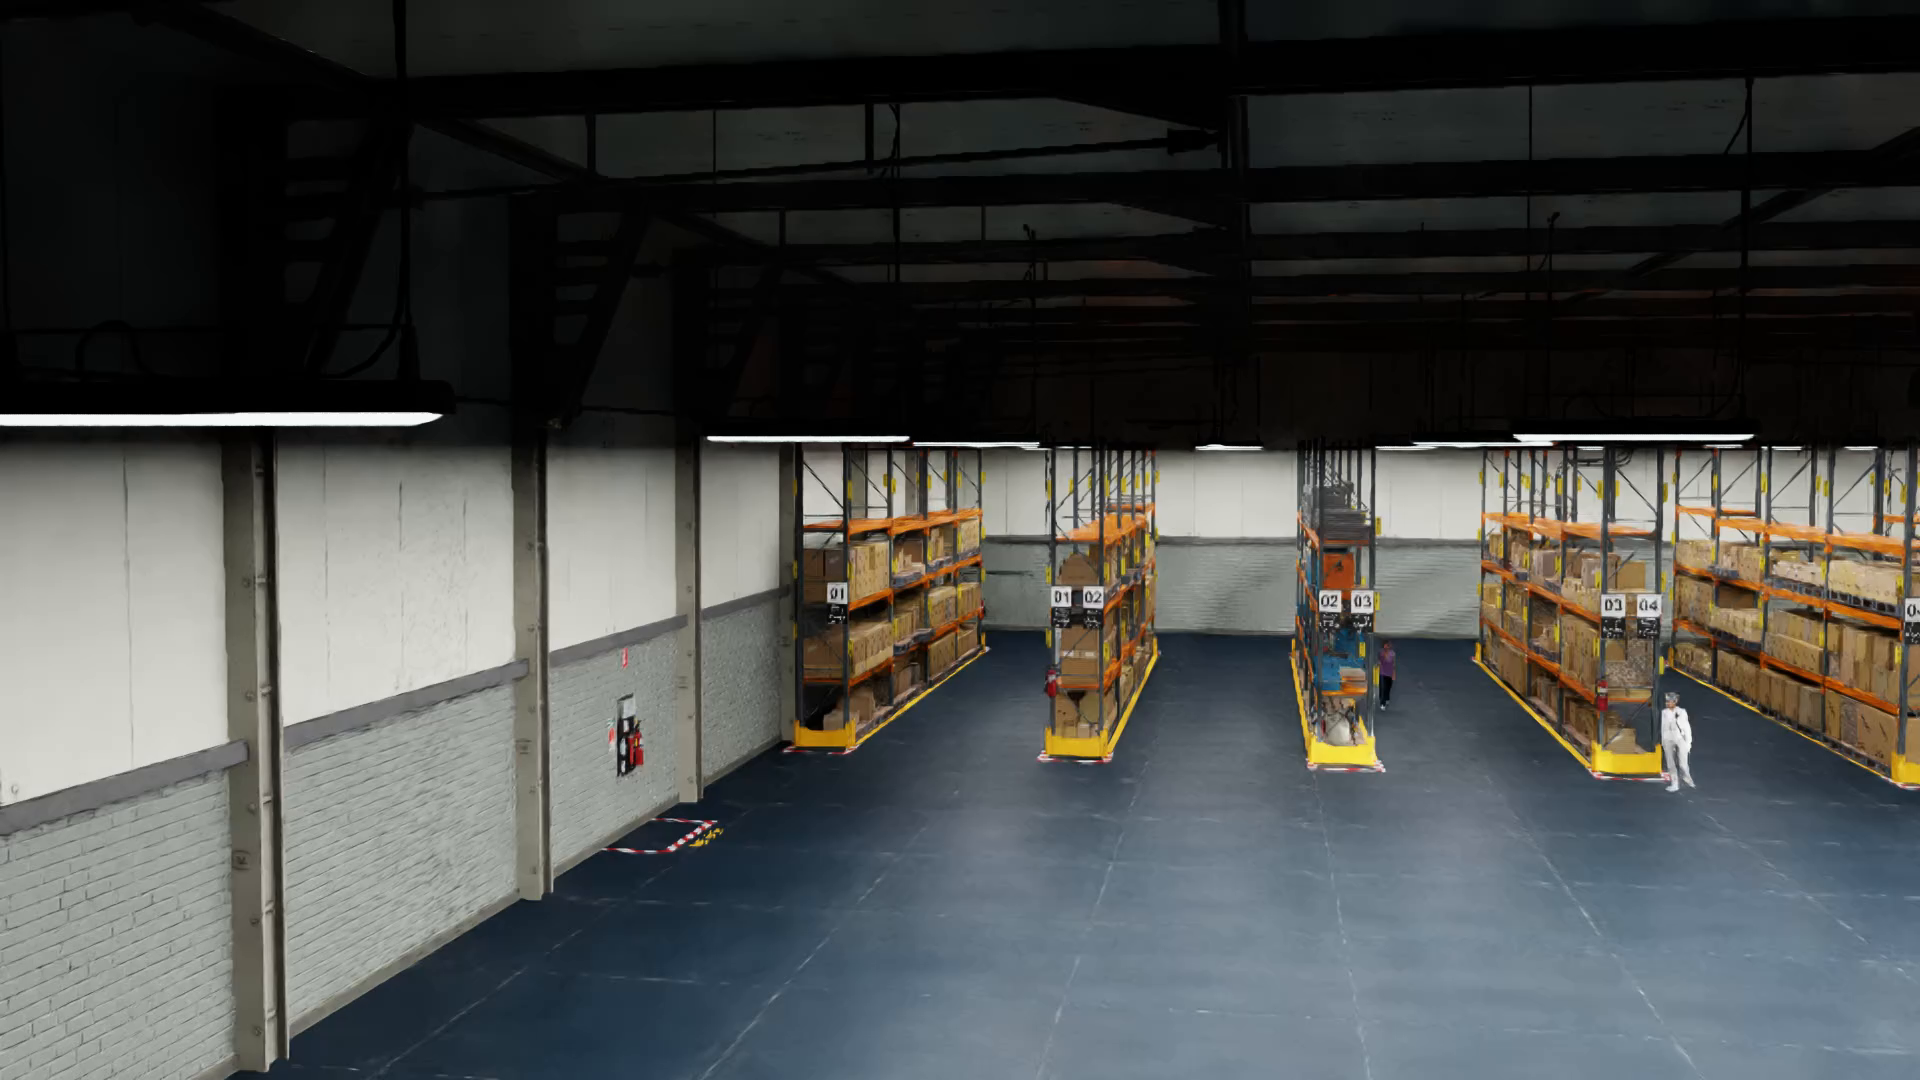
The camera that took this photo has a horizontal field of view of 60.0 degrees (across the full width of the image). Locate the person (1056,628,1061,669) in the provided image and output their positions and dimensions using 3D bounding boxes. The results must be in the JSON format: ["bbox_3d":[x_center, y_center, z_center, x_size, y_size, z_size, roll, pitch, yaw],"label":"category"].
[{"bbox_3d":[2.719,2.543,43.947,0.540,1.676,1.130,0,3,8],"label":"person"}]

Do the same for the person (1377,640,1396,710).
[{"bbox_3d":[9.522,2.989,37.113,0.417,1.525,1.034,0,3,9],"label":"person"}]

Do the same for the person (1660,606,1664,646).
[{"bbox_3d":[20.161,2.327,48.442,0.585,1.664,0.977,2,3,30],"label":"person"}]

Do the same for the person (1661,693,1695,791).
[{"bbox_3d":[12.151,3.401,28.171,0.527,1.669,0.531,-3,4,-43],"label":"person"}]
